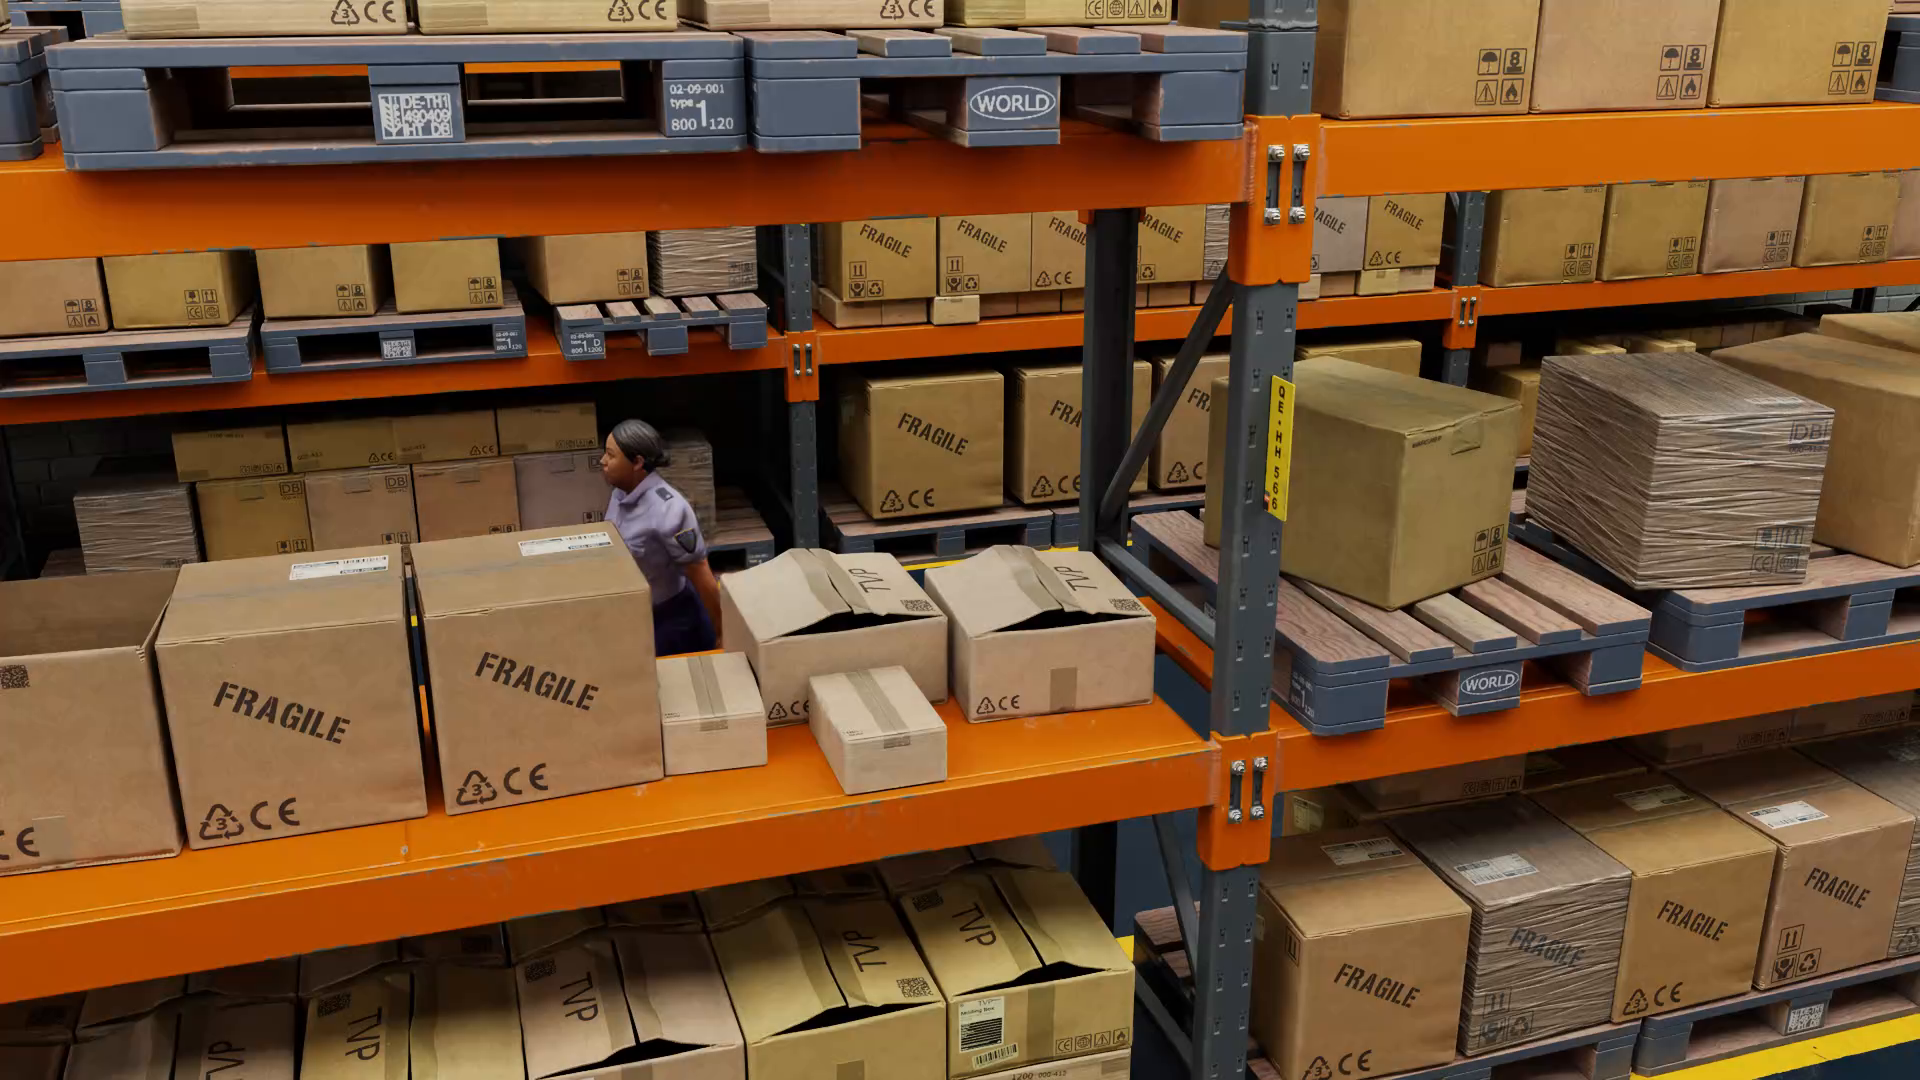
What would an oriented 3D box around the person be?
[{"bbox_3d":[-1.133,0.310,6.151,1.051,1.569,0.512,-9,21,-23],"label":"person"}]
